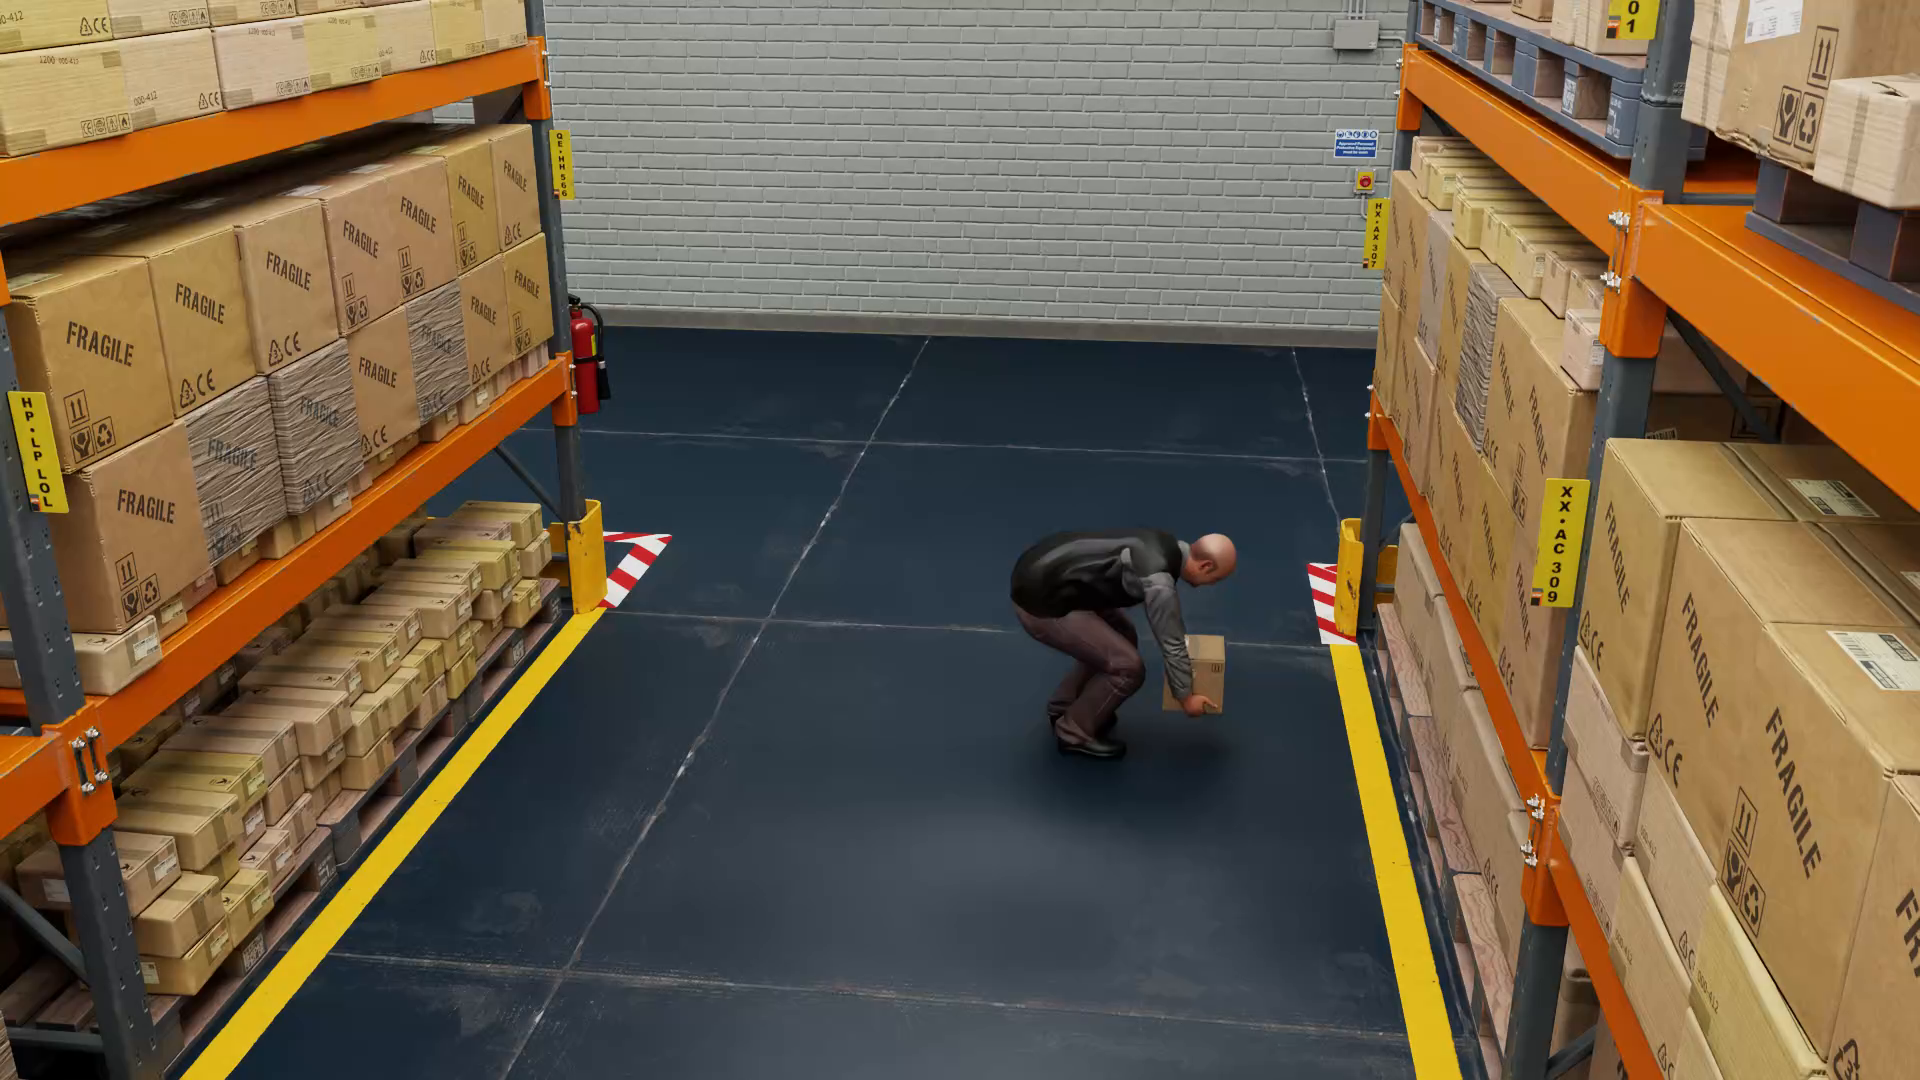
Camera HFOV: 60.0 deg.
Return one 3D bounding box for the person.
[{"bbox_3d":[0.683,0.409,7.080,0.945,0.986,0.510,2,21,4],"label":"person"}]
